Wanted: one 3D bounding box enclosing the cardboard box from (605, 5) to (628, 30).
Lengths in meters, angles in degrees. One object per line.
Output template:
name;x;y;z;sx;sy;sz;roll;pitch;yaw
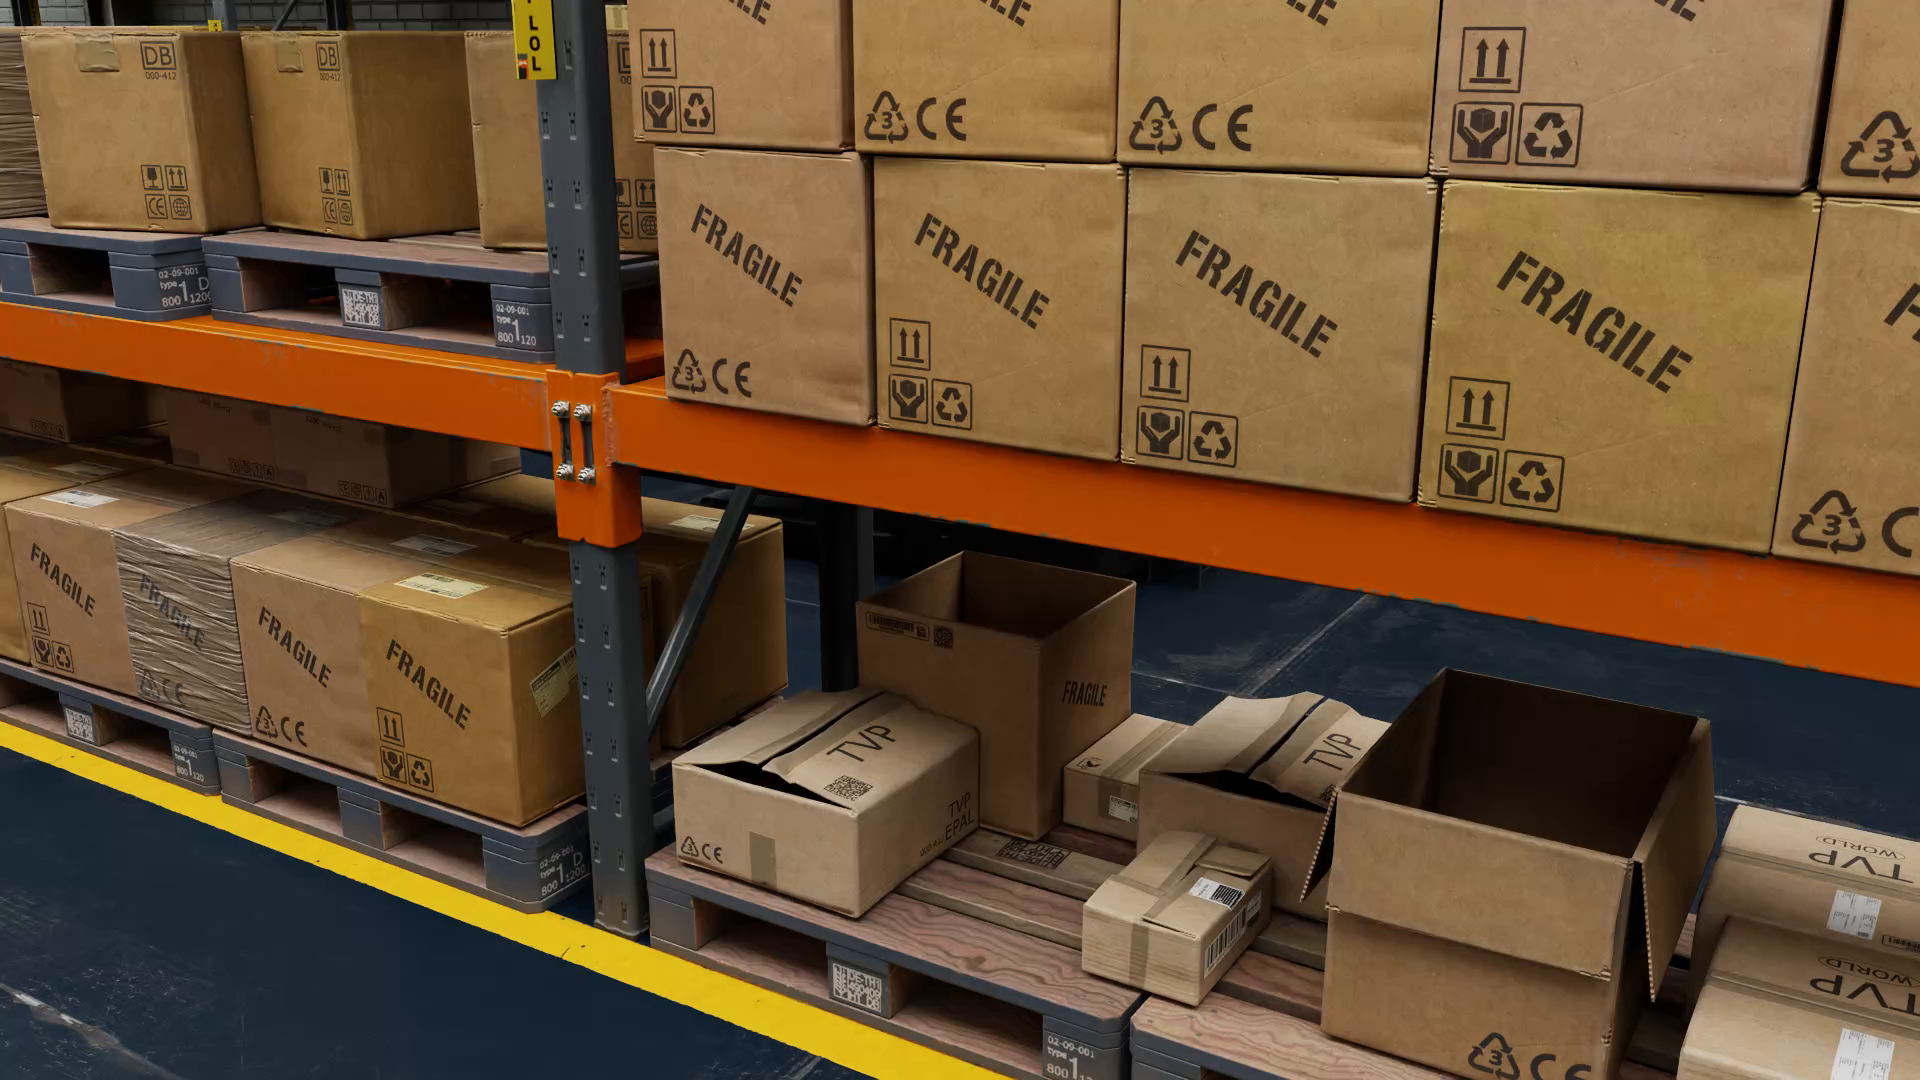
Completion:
cardboard box;-1.952;-3.137;10.003;0.250;0.149;0.380;7;18;21

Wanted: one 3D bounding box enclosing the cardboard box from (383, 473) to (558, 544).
cardboard box;-1.287;0.131;4.833;0.500;0.500;0.500;10;20;31

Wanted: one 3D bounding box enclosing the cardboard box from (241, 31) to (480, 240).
cardboard box;-1.447;-1.107;4.471;0.500;0.500;0.700;14;22;39

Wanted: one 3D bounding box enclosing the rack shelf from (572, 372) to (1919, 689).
rack shelf;1.163;0.006;2.938;4.000;0.370;1.077;10;20;30

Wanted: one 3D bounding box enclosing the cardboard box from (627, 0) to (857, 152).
cardboard box;-0.287;-1.027;3.209;0.500;0.500;0.500;11;20;31

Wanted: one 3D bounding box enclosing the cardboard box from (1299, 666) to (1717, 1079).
cardboard box;1.062;0.626;3.197;0.637;0.503;0.797;10;20;30

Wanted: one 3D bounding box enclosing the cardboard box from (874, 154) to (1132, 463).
cardboard box;0.188;-0.468;3.089;0.500;0.500;0.500;11;20;31

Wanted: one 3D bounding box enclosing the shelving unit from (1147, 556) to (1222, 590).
shelving unit;0.877;-0.290;6.278;0.210;0.900;0.258;11;20;28

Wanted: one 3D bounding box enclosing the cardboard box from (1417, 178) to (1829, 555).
cardboard box;1.047;-0.314;2.583;0.500;0.500;0.500;10;19;29

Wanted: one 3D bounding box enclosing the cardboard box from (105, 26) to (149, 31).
cardboard box;-5.762;-3.453;12.021;0.500;0.500;0.500;10;20;30

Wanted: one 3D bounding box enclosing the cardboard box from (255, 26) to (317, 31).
cardboard box;-5.060;-3.506;12.197;0.500;0.500;0.500;10;19;29

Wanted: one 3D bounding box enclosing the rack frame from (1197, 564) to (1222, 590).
rack frame;0.965;-0.273;6.230;0.006;0.900;0.240;11;20;28

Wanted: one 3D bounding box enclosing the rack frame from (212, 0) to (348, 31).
rack frame;-4.769;-3.087;11.881;0.127;3.000;1.000;10;20;30

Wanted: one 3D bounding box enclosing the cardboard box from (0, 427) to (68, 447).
cardboard box;-3.030;-0.181;5.860;0.500;0.500;0.500;11;20;32

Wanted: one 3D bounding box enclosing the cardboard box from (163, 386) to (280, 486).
cardboard box;-2.106;-0.378;5.217;0.500;0.250;0.500;10;19;29

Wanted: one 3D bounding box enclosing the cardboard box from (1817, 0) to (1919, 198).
cardboard box;1.469;-0.714;2.178;0.500;0.500;0.500;11;20;32

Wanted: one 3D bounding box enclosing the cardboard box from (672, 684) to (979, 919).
cardboard box;-0.297;0.551;3.775;0.500;0.311;0.500;10;20;30

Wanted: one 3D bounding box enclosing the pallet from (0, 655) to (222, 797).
pallet;-2.298;0.392;5.226;1.213;0.211;1.003;10;20;30

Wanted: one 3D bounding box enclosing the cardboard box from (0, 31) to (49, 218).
cardboard box;-2.675;-1.245;4.925;0.500;0.500;0.700;15;22;40

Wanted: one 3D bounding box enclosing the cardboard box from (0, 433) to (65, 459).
cardboard box;-3.263;-0.047;5.418;0.500;0.500;0.500;9;19;28

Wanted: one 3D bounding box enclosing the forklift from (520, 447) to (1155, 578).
forklift;-0.548;-1.492;6.751;3.031;2.935;1.130;9;19;28

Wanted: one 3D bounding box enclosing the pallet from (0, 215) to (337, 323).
pallet;-2.290;-0.864;4.895;1.213;0.211;1.003;10;20;30

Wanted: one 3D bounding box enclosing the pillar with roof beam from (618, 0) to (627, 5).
pillar with roof beam;-4.269;-4.694;6.853;0.400;9.000;9.100;10;20;30

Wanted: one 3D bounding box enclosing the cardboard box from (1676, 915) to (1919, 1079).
cardboard box;1.481;0.898;2.739;0.500;0.250;0.500;10;20;30

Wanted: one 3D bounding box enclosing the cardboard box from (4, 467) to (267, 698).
cardboard box;-2.390;0.109;4.906;0.500;0.500;0.500;9;19;28

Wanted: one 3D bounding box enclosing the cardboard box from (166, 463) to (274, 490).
cardboard box;-2.139;-0.024;5.343;0.500;0.500;0.500;9;19;28

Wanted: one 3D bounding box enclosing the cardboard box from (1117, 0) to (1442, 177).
cardboard box;0.590;-0.870;2.694;0.500;0.500;0.500;9;19;28

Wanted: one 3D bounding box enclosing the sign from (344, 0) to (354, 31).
sign;-4.482;-3.779;12.167;0.005;0.325;0.100;10;20;30

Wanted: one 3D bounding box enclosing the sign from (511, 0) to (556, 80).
sign;-0.829;-1.058;3.212;0.005;0.325;0.100;10;20;30

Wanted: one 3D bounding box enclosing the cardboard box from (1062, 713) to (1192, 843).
cardboard box;0.443;0.570;3.992;0.250;0.149;0.380;10;20;30

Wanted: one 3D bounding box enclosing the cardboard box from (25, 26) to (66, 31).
cardboard box;-6.629;-3.611;12.542;0.500;0.500;0.500;11;20;32

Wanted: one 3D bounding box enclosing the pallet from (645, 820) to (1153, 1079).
pallet;0.043;0.797;3.895;1.213;0.211;1.003;10;20;30

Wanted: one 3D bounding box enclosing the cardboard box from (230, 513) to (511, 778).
cardboard box;-1.529;0.262;4.402;0.500;0.500;0.500;10;20;30
